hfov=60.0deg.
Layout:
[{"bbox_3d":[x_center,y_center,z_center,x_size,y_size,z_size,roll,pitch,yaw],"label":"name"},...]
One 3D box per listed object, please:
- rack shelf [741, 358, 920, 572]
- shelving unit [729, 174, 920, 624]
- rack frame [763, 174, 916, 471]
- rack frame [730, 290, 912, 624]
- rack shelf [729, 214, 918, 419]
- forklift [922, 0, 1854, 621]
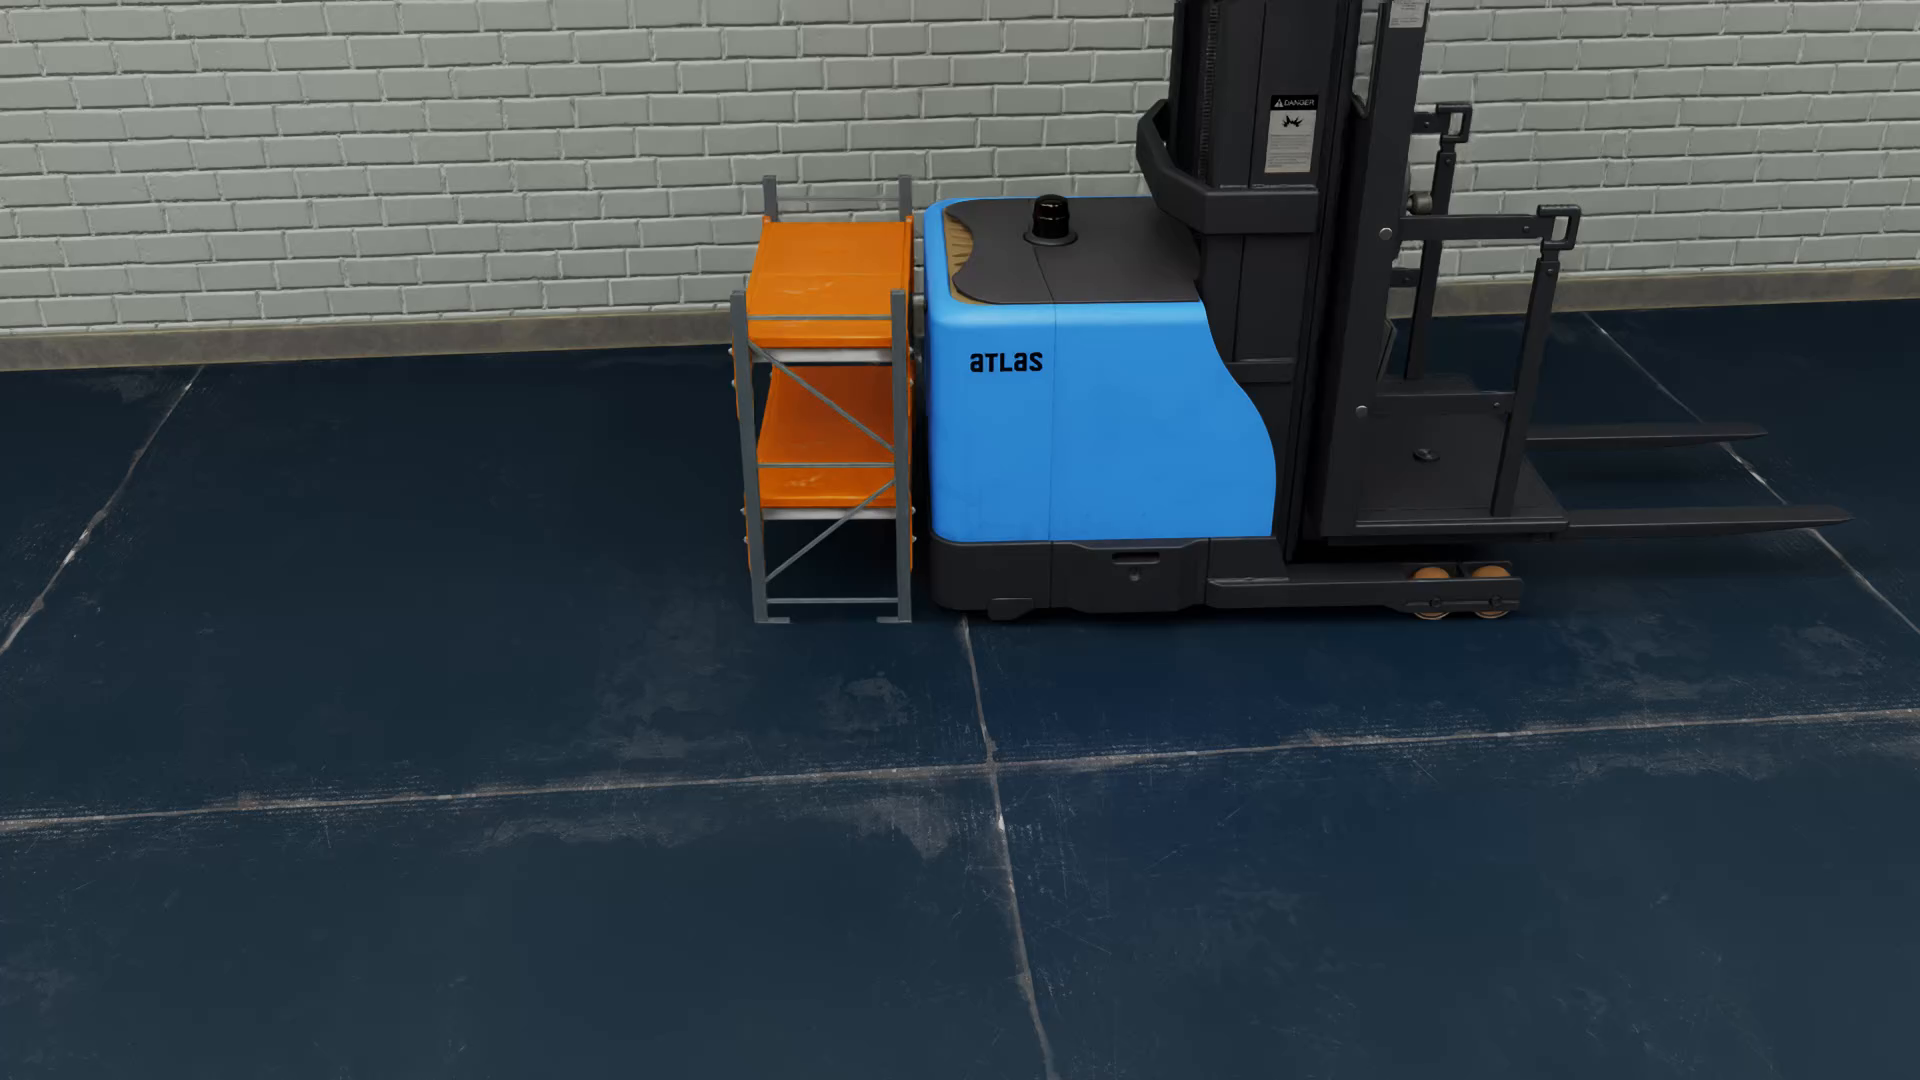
[{"bbox_3d":[-0.410,-0.274,5.589,0.538,0.278,1.000,0,31,0],"label":"rack shelf"},{"bbox_3d":[-0.410,-0.484,5.464,0.538,1.125,1.048,0,31,0],"label":"shelving unit"},{"bbox_3d":[-0.415,-0.745,5.900,0.500,1.125,0.032,0,31,0],"label":"rack frame"},{"bbox_3d":[-0.405,-0.224,5.028,0.500,1.125,0.032,0,31,0],"label":"rack frame"},{"bbox_3d":[-0.410,-0.736,5.314,0.538,0.278,1.000,0,31,0],"label":"rack shelf"},{"bbox_3d":[1.397,-1.275,5.026,3.031,2.935,1.130,-1,31,-2],"label":"forklift"}]
